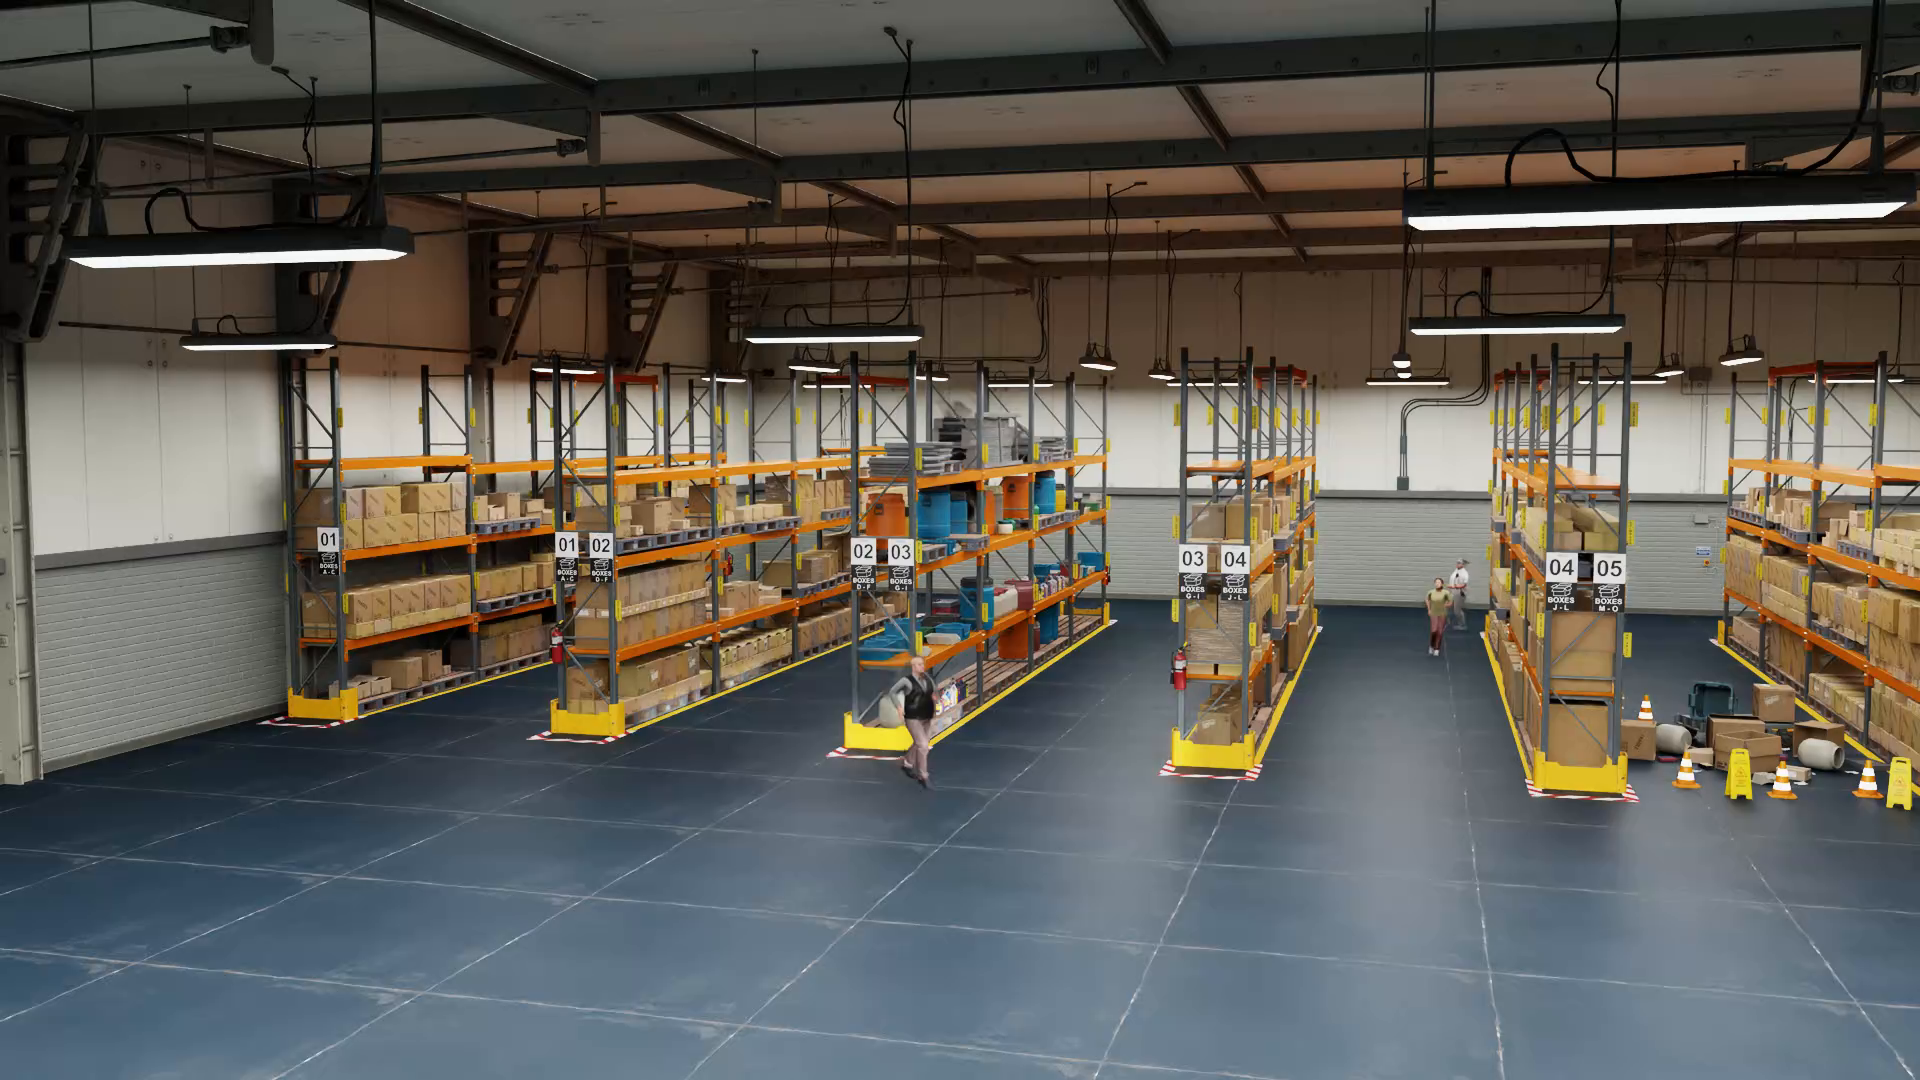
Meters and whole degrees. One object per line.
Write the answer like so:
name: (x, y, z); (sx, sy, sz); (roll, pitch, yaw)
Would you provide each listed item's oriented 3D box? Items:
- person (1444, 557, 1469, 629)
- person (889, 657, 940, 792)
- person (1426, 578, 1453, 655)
person: (11.644, 1.271, 38.903); (0.695, 1.768, 0.660); (-1, 4, -18)
person: (-0.577, 2.480, 22.611); (0.635, 1.758, 0.825); (-4, 6, -44)
person: (10.066, 1.616, 34.968); (0.555, 1.617, 0.605); (1, 4, 17)
